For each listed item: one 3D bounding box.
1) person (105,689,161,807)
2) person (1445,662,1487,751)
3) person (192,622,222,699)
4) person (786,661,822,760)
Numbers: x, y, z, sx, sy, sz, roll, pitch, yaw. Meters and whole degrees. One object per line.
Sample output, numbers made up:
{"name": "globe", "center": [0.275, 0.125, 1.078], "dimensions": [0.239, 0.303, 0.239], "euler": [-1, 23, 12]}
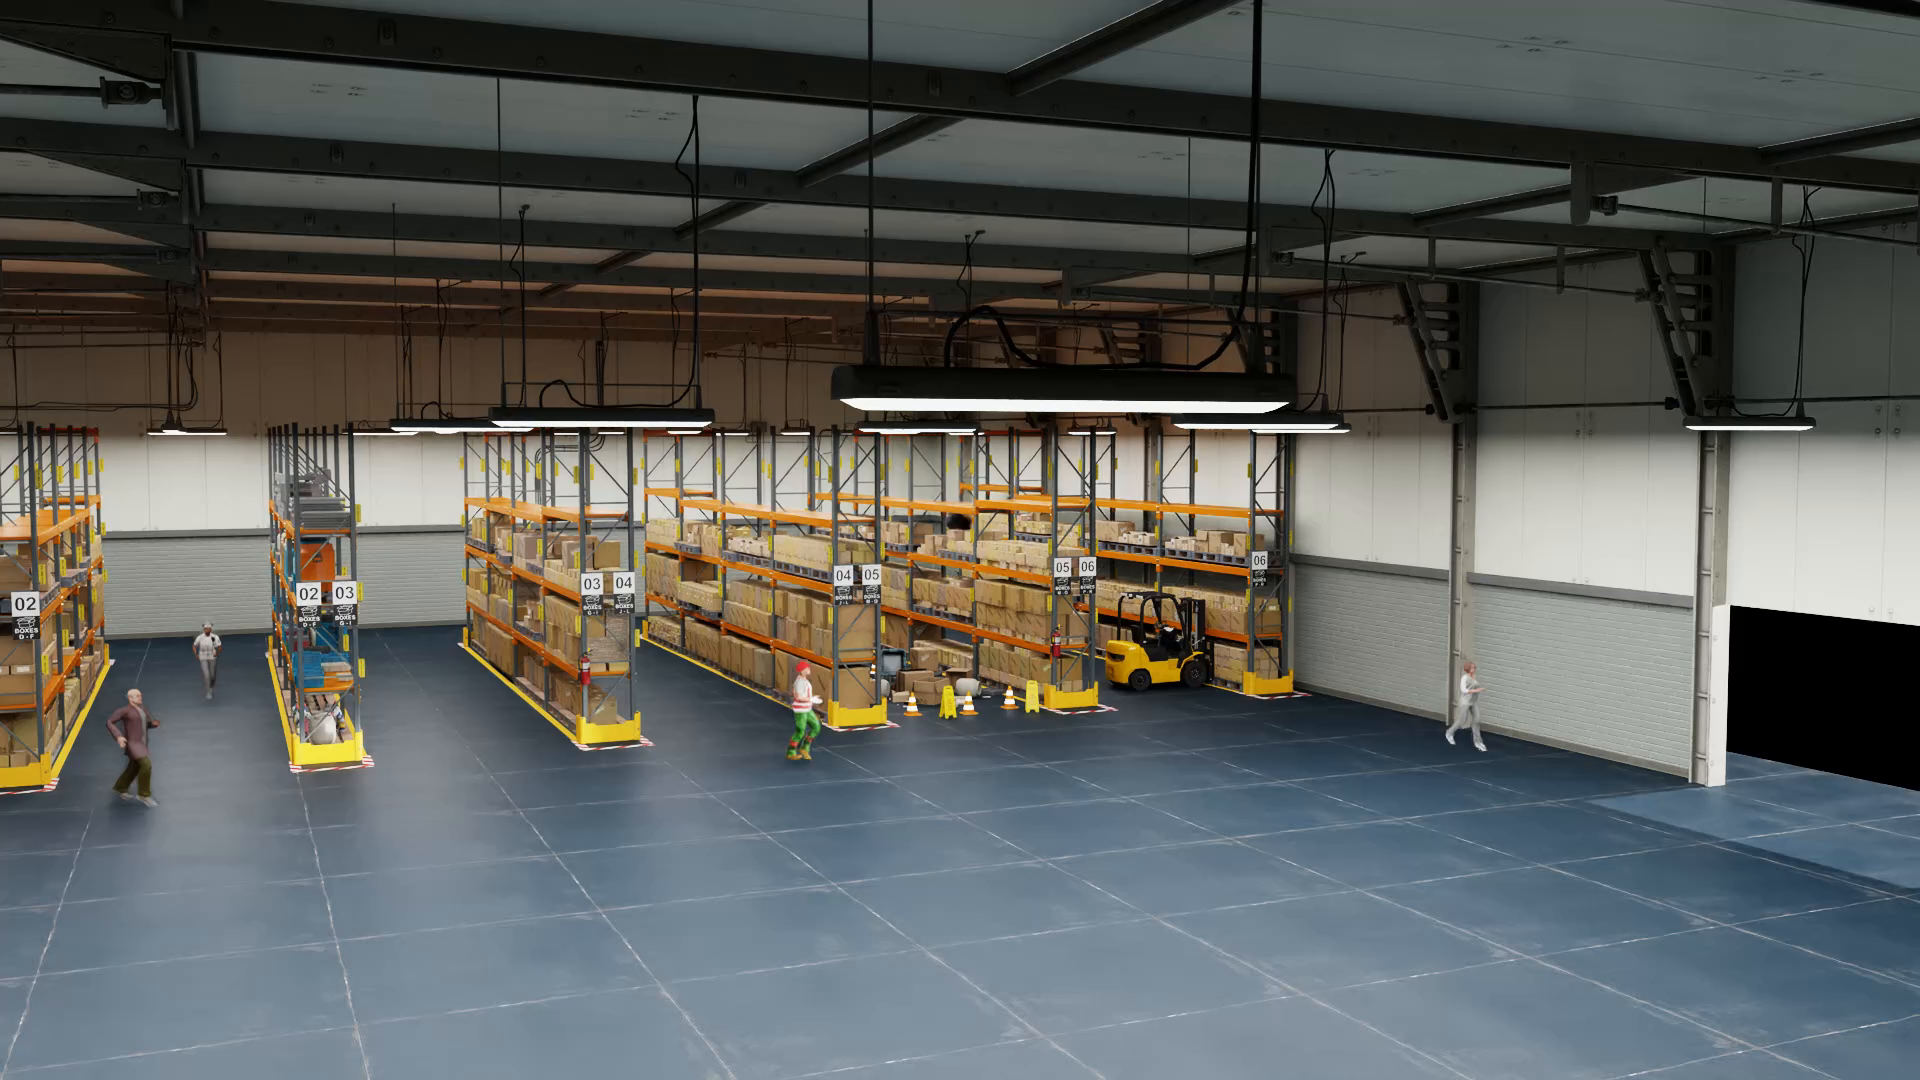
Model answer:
{"name": "person", "center": [-12.882, 3.244, 25.957], "dimensions": [0.855, 1.846, 0.677], "euler": [0, 3, 3]}
{"name": "person", "center": [9.326, 3.031, 30.592], "dimensions": [0.558, 1.610, 0.837], "euler": [-3, 4, -39]}
{"name": "person", "center": [-16.624, 2.639, 36.739], "dimensions": [0.600, 1.682, 0.747], "euler": [-2, 4, -29]}
{"name": "person", "center": [-2.751, 3.042, 29.446], "dimensions": [0.699, 1.796, 0.648], "euler": [1, 4, 9]}
